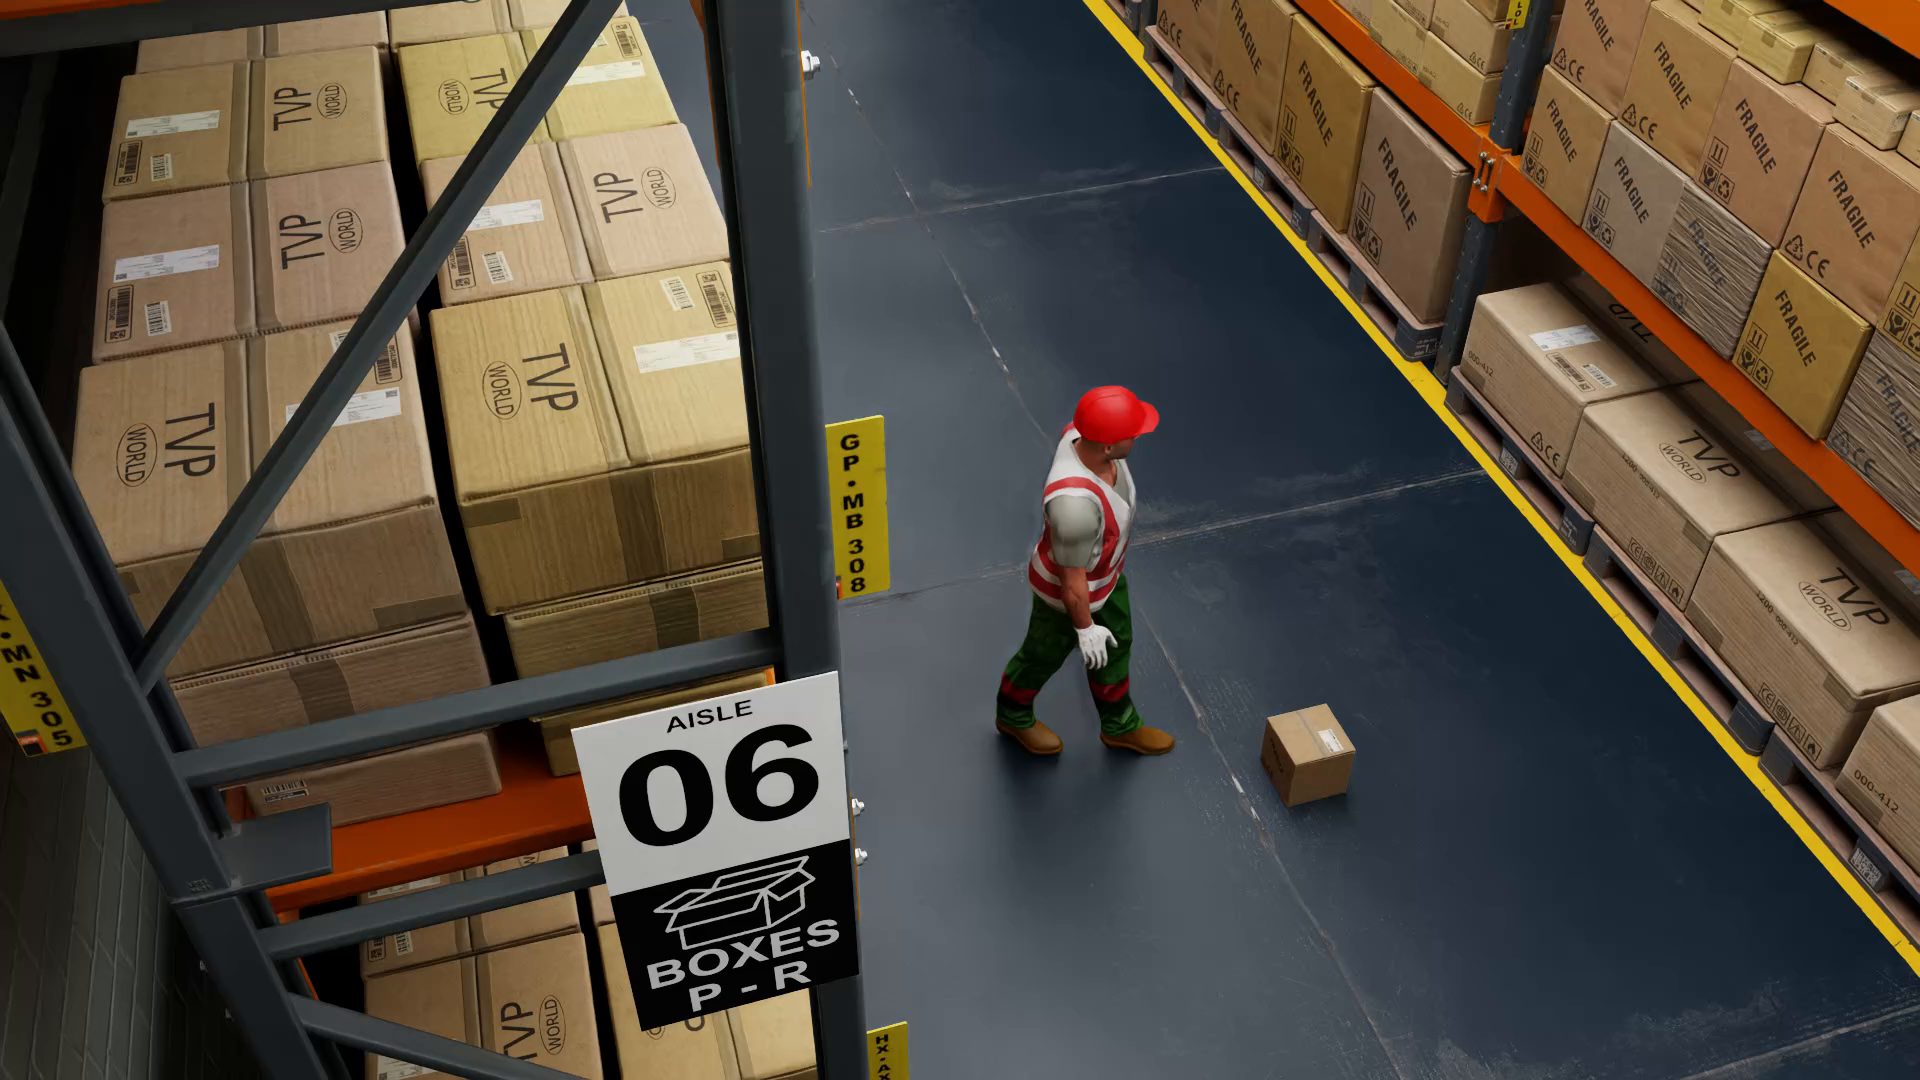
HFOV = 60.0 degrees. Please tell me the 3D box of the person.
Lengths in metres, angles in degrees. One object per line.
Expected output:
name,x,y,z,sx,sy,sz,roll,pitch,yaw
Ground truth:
person,0.465,0.168,5.950,0.689,1.800,0.557,16,44,17
